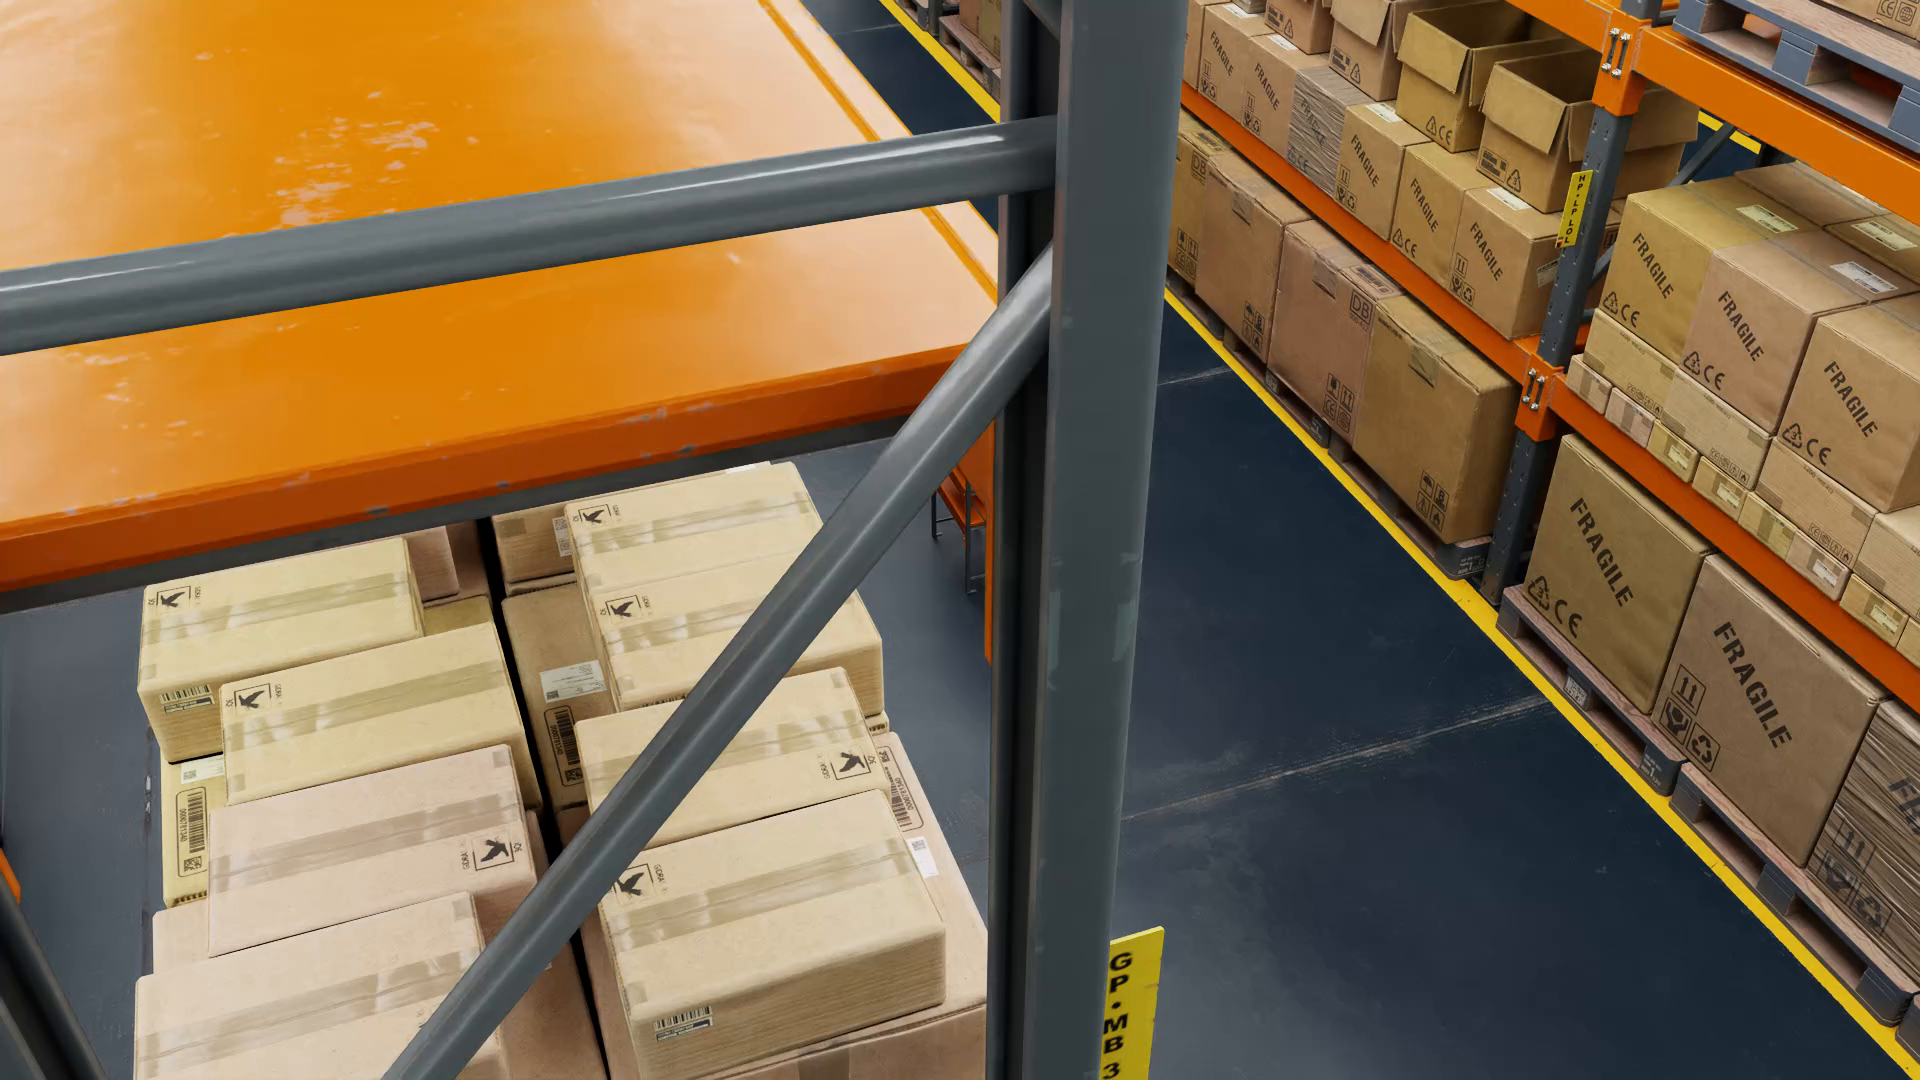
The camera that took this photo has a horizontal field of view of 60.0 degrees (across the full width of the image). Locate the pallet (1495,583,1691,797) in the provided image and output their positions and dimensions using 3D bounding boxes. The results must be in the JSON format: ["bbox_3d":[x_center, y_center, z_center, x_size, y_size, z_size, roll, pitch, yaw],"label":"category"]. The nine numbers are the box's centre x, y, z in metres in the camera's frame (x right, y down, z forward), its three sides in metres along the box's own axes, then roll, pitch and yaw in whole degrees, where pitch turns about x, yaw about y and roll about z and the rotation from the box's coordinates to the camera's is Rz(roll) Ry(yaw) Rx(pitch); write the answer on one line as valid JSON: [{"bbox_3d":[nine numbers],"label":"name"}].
[{"bbox_3d":[3.165,0.544,7.413,1.003,0.211,1.213,-12,39,-16],"label":"pallet"}]

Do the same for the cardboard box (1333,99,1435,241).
[{"bbox_3d":[2.209,-1.838,8.174,0.500,0.500,0.500,-13,39,-16],"label":"cardboard box"}]

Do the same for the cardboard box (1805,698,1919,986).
[{"bbox_3d":[3.745,1.066,5.819,0.875,0.875,0.875,-12,39,-16],"label":"cardboard box"}]

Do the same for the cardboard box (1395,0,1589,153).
[{"bbox_3d":[2.524,-2.205,7.828,0.797,0.503,0.637,-12,39,-15],"label":"cardboard box"}]

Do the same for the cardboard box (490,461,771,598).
[{"bbox_3d":[-0.589,-0.008,3.044,0.500,0.250,0.500,-12,39,-15],"label":"cardboard box"}]

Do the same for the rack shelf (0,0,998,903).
[{"bbox_3d":[-1.027,-1.024,2.791,1.077,0.370,4.000,-12,39,-16],"label":"rack shelf"}]

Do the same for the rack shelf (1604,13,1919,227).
[{"bbox_3d":[3.665,-0.797,4.980,1.077,0.370,4.000,-12,39,-16],"label":"rack shelf"}]

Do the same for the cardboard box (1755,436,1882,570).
[{"bbox_3d":[3.243,-0.181,5.936,0.500,0.250,0.500,-12,38,-15],"label":"cardboard box"}]

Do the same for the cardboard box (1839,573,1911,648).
[{"bbox_3d":[3.304,0.201,5.759,0.380,0.149,0.250,-14,39,-17],"label":"cardboard box"}]

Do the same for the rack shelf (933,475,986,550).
[{"bbox_3d":[0.057,-0.173,7.985,0.258,0.148,0.480,-12,39,-16],"label":"rack shelf"}]

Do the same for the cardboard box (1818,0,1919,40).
[{"bbox_3d":[3.303,-2.032,5.506,0.700,0.500,0.500,-15,39,-19],"label":"cardboard box"}]

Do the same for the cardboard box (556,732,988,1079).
[{"bbox_3d":[-0.249,0.568,2.279,0.500,0.250,0.500,-12,39,-15],"label":"cardboard box"}]

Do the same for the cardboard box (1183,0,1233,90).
[{"bbox_3d":[1.512,-2.984,9.696,0.500,0.500,0.500,-11,38,-15],"label":"cardboard box"}]

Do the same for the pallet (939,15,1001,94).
[{"bbox_3d":[0.493,-3.982,13.421,1.003,0.211,1.213,-12,39,-16],"label":"pallet"}]

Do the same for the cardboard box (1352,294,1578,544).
[{"bbox_3d":[2.738,-0.692,8.153,1.225,0.875,0.875,-12,39,-16],"label":"cardboard box"}]

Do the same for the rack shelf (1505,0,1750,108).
[{"bbox_3d":[2.289,-3.056,7.980,1.077,0.370,4.000,-12,39,-16],"label":"rack shelf"}]

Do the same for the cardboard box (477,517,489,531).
[{"bbox_3d":[-1.250,-0.198,3.296,0.500,0.250,0.500,-14,39,-18],"label":"cardboard box"}]

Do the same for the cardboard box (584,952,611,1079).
[{"bbox_3d":[-0.253,0.769,2.428,0.500,0.250,0.500,-11,38,-14],"label":"cardboard box"}]

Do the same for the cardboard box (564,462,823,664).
[{"bbox_3d":[-0.415,0.033,2.658,0.380,0.149,0.250,-12,39,-15],"label":"cardboard box"}]

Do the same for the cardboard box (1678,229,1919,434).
[{"bbox_3d":[3.064,-0.771,6.095,0.500,0.500,0.500,-12,39,-16],"label":"cardboard box"}]

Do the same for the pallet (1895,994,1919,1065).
[{"bbox_3d":[4.005,1.922,5.583,1.003,0.211,1.213,-12,39,-16],"label":"pallet"}]

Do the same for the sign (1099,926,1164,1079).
[{"bbox_3d":[0.171,0.554,1.862,0.100,0.325,0.005,-12,39,-16],"label":"sign"}]

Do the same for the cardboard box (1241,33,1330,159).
[{"bbox_3d":[1.871,-2.405,8.927,0.500,0.500,0.500,-13,39,-17],"label":"cardboard box"}]

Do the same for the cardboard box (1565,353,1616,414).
[{"bbox_3d":[2.766,-0.679,6.928,0.380,0.149,0.250,-12,39,-16],"label":"cardboard box"}]

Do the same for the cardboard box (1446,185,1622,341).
[{"bbox_3d":[2.559,-1.263,7.411,0.500,0.500,0.500,-12,39,-16],"label":"cardboard box"}]

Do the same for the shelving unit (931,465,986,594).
[{"bbox_3d":[0.057,-0.386,7.825,0.258,1.200,0.503,-12,39,-16],"label":"shelving unit"}]

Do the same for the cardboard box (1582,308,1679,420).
[{"bbox_3d":[2.893,-0.755,6.697,0.500,0.250,0.500,-13,39,-17],"label":"cardboard box"}]

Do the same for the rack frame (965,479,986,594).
[{"bbox_3d":[0.141,-0.248,7.642,0.240,1.200,0.015,-12,39,-16],"label":"rack frame"}]

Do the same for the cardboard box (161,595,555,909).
[{"bbox_3d":[-0.913,0.380,2.529,0.500,0.250,0.500,-13,39,-17],"label":"cardboard box"}]

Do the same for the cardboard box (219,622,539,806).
[{"bbox_3d":[-0.811,0.285,2.323,0.380,0.149,0.250,-14,39,-17],"label":"cardboard box"}]

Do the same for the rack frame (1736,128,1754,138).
[{"bbox_3d":[6.251,-4.301,11.527,1.000,3.000,0.127,-12,39,-16],"label":"rack frame"}]

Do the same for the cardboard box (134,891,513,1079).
[{"bbox_3d":[-0.729,0.590,1.919,0.380,0.149,0.250,-13,39,-16],"label":"cardboard box"}]

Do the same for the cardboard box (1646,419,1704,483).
[{"bbox_3d":[2.948,-0.382,6.534,0.380,0.149,0.250,-11,38,-14],"label":"cardboard box"}]

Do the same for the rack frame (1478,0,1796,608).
[{"bbox_3d":[2.977,-1.016,7.166,1.000,3.000,0.127,-12,39,-16],"label":"rack frame"}]

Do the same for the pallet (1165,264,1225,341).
[{"bbox_3d":[1.801,-1.700,10.393,1.003,0.211,1.213,-12,39,-16],"label":"pallet"}]

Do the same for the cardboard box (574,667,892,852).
[{"bbox_3d":[-0.307,0.339,2.252,0.380,0.149,0.250,-11,38,-14],"label":"cardboard box"}]

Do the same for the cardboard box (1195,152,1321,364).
[{"bbox_3d":[2.118,-1.695,9.485,1.225,0.875,0.875,-12,39,-16],"label":"cardboard box"}]

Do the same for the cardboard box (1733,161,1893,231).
[{"bbox_3d":[3.386,-1.170,6.624,0.500,0.500,0.500,-11,38,-15],"label":"cardboard box"}]

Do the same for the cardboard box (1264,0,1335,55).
[{"bbox_3d":[2.058,-2.931,8.791,0.797,0.503,0.637,-12,39,-15],"label":"cardboard box"}]

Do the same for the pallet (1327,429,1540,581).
[{"bbox_3d":[2.641,-0.322,8.563,1.003,0.211,1.213,-12,39,-16],"label":"pallet"}]

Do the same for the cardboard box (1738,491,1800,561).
[{"bbox_3d":[3.128,-0.090,6.145,0.380,0.149,0.250,-13,39,-17],"label":"cardboard box"}]

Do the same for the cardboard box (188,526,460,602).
[{"bbox_3d":[-1.034,0.003,2.698,0.380,0.149,0.250,-13,39,-17],"label":"cardboard box"}]

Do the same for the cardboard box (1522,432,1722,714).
[{"bbox_3d":[3.129,0.055,7.162,0.875,0.875,0.875,-12,39,-16],"label":"cardboard box"}]

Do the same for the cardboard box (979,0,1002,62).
[{"bbox_3d":[0.561,-4.088,12.956,0.700,0.500,0.500,-13,39,-16],"label":"cardboard box"}]

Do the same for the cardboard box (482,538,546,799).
[{"bbox_3d":[-0.620,0.182,3.207,0.500,0.250,0.500,-14,39,-17],"label":"cardboard box"}]
